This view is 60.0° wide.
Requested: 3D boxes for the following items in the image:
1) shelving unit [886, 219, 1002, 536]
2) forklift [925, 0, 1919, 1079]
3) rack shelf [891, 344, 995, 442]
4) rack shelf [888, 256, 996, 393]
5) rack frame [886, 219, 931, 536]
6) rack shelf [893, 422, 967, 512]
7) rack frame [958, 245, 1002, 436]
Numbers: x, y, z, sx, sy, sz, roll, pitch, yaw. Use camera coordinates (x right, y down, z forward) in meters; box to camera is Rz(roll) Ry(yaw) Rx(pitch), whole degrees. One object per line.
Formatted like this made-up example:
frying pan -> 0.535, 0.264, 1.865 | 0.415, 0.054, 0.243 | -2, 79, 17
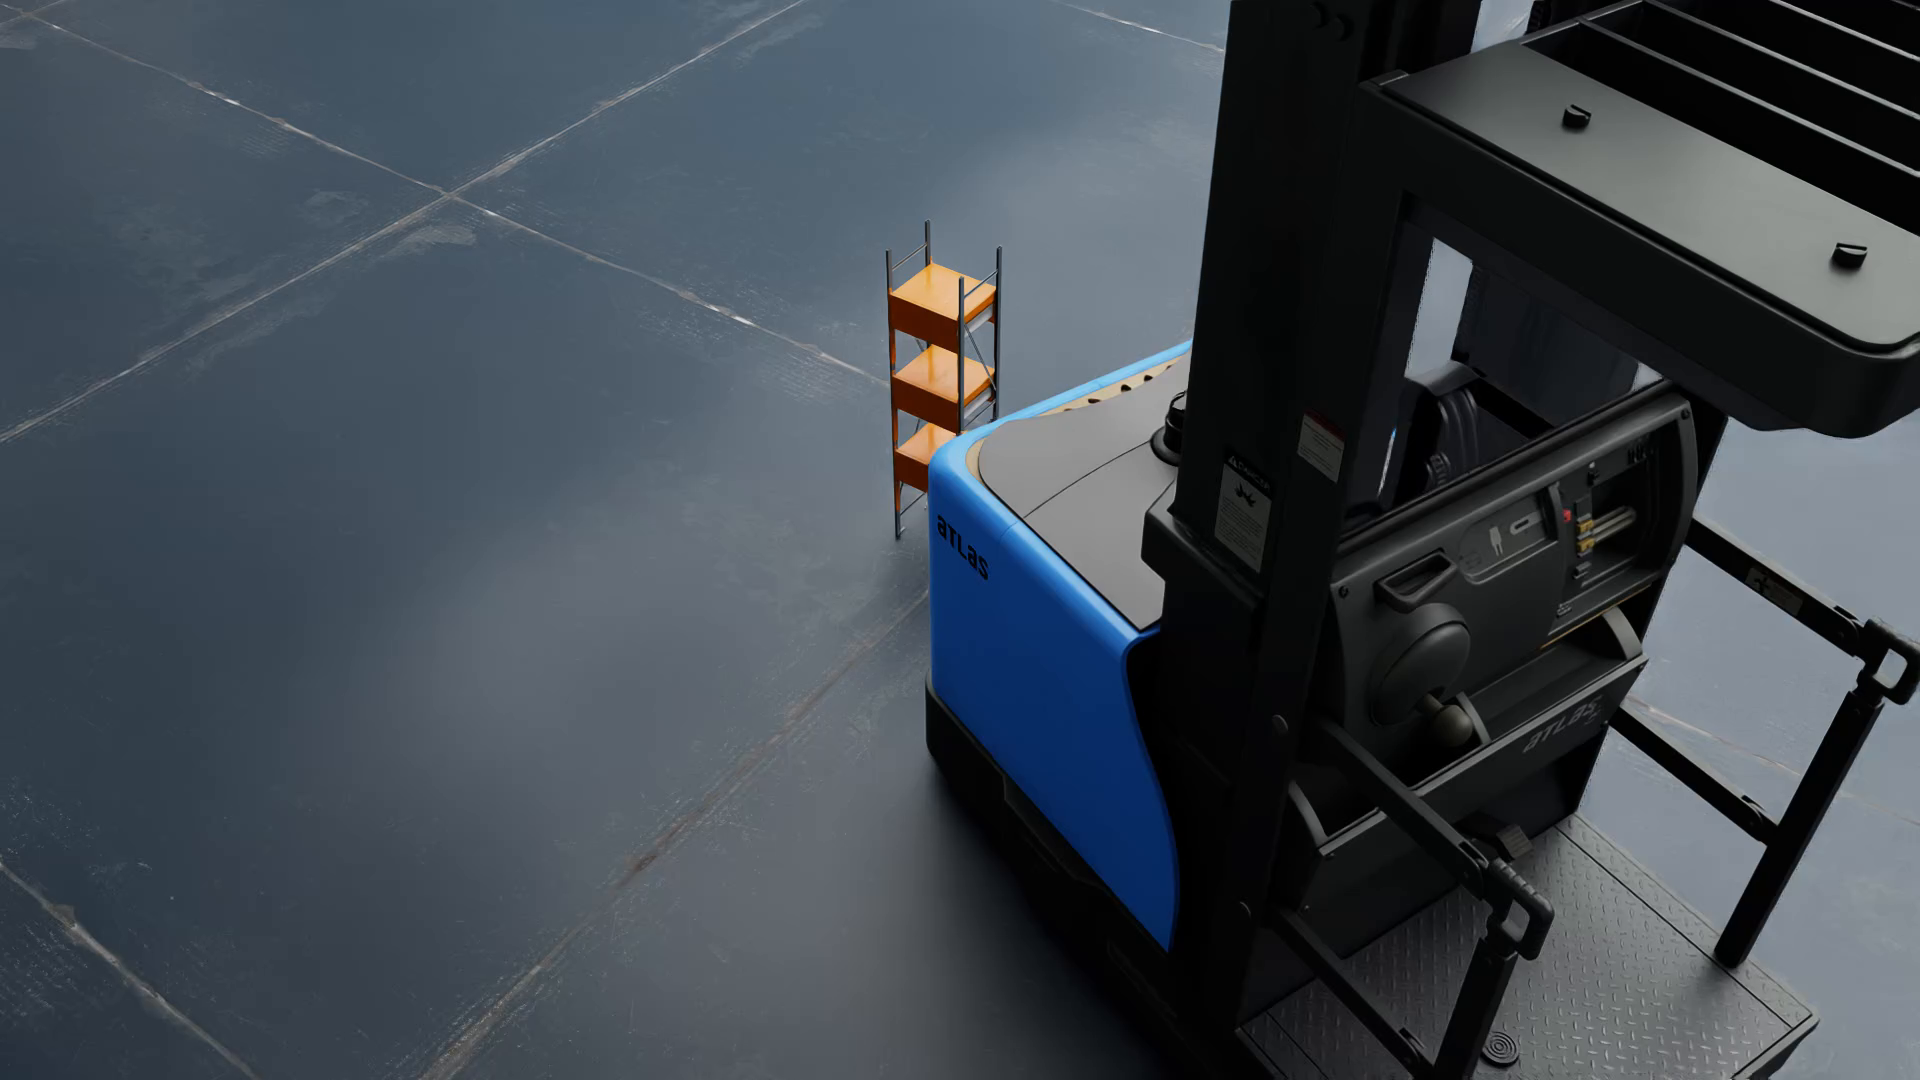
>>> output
shelving unit -> -0.044, -0.412, 4.923 | 0.252, 1.050, 0.215 | 25, 48, 25
forklift -> 1.144, 0.133, 2.904 | 1.130, 2.935, 3.031 | -24, 47, -24
rack shelf -> -0.044, -0.404, 4.930 | 0.240, 0.259, 0.215 | 25, 48, 25
rack shelf -> -0.044, -0.615, 4.741 | 0.240, 0.259, 0.215 | 25, 48, 25
rack frame -> -0.144, -0.458, 4.975 | 0.008, 1.050, 0.200 | 25, 48, 25
rack shelf -> -0.044, -0.197, 5.115 | 0.240, 0.259, 0.215 | 25, 48, 25
rack frame -> 0.056, -0.365, 4.871 | 0.008, 1.050, 0.200 | 25, 48, 25
